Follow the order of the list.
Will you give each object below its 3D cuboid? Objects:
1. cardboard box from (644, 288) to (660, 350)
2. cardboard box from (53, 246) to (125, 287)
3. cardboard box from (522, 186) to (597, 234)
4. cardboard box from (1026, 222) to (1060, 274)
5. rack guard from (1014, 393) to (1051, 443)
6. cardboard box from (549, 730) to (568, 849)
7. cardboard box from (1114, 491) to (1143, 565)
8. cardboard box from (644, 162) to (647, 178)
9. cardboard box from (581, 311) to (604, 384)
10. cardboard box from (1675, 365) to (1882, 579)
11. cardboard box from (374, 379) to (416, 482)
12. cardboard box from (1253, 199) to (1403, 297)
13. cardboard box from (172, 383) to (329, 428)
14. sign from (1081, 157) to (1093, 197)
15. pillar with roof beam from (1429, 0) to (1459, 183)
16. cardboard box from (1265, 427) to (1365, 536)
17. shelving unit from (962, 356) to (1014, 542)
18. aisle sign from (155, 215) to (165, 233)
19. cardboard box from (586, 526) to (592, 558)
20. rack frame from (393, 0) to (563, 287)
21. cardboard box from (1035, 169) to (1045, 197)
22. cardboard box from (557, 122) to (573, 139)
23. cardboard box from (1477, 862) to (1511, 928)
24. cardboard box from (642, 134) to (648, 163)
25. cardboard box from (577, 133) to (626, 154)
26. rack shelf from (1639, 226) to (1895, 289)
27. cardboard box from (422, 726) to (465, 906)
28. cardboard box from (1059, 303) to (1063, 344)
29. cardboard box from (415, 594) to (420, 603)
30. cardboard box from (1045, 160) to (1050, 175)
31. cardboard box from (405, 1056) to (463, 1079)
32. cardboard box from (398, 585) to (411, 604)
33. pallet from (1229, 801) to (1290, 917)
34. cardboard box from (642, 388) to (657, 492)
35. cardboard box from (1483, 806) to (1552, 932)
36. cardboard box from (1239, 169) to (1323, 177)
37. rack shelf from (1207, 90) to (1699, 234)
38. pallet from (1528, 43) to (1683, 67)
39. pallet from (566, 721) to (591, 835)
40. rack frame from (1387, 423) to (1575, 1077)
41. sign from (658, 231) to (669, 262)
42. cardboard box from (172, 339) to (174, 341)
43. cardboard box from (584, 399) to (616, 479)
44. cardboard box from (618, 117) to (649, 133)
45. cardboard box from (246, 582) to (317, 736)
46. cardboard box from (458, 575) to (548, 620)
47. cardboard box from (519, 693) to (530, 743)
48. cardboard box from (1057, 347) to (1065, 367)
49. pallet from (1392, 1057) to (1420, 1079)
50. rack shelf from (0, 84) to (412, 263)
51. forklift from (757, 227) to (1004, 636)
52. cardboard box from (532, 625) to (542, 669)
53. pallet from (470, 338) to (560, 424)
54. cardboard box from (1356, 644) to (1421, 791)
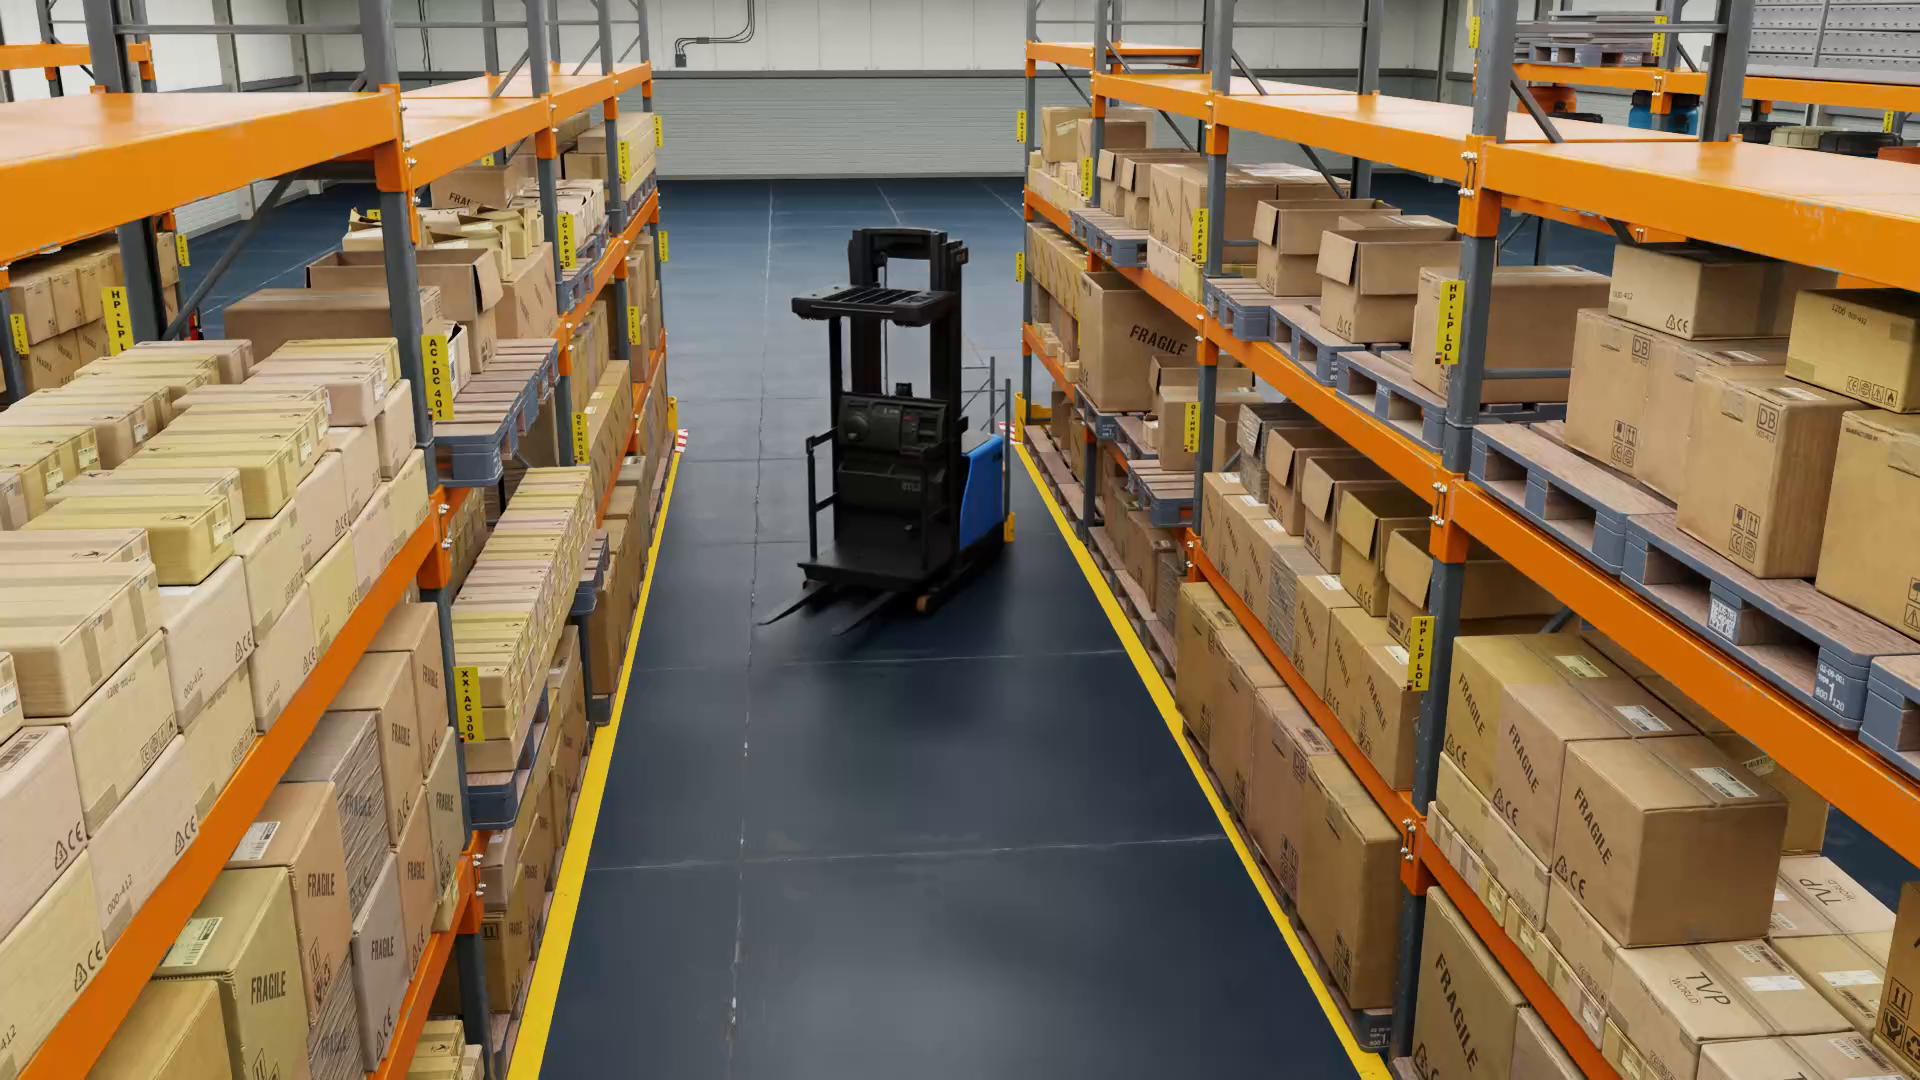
[{"bbox_3d":[-3.577,-2.285,17.199,0.875,0.550,0.550,-2,18,-6],"label":"cardboard box"},{"bbox_3d":[-8.182,-2.525,15.878,0.700,0.500,0.500,-2,18,-6],"label":"cardboard box"},{"bbox_3d":[-2.926,-2.416,12.137,0.500,0.311,0.500,-2,18,-8],"label":"cardboard box"},{"bbox_3d":[0.991,-3.104,17.723,0.500,0.500,0.500,-2,18,-6],"label":"cardboard box"},{"bbox_3d":[1.213,-1.394,18.783,1.175,0.500,0.348,-2,18,-6],"label":"rack guard"},{"bbox_3d":[-2.465,1.389,9.216,0.500,0.500,0.500,-3,18,-8],"label":"cardboard box"},{"bbox_3d":[1.690,-0.109,13.954,0.700,0.500,0.500,-2,18,-6],"label":"cardboard box"},{"bbox_3d":[-3.237,-3.578,16.111,0.380,0.149,0.250,-2,18,-5],"label":"cardboard box"},{"bbox_3d":[-3.214,-1.518,13.169,0.700,0.500,0.500,-2,18,-7],"label":"cardboard box"},{"bbox_3d":[2.547,-0.209,4.793,0.700,0.500,0.500,-1,17,-3],"label":"cardboard box"},{"bbox_3d":[-2.200,-0.379,5.786,0.500,0.250,0.500,-3,18,-8],"label":"cardboard box"},{"bbox_3d":[2.165,-1.727,9.789,0.797,0.503,0.637,-1,17,-2],"label":"cardboard box"},{"bbox_3d":[-2.183,-0.383,5.131,0.380,0.149,0.250,-1,17,-4],"label":"cardboard box"},{"bbox_3d":[1.079,-3.076,14.097,0.100,0.325,0.005,-2,18,-6],"label":"sign"},{"bbox_3d":[9.542,-14.554,46.512,9.100,9.000,0.400,-2,18,-6],"label":"pillar with roof beam"},{"bbox_3d":[2.154,-0.340,9.409,0.797,0.503,0.637,-1,17,-4],"label":"cardboard box"},{"bbox_3d":[0.141,-0.854,15.393,0.587,1.500,1.083,-2,18,-6],"label":"shelving unit"},{"bbox_3d":[-8.370,-3.571,17.204,0.394,0.787,0.004,-2,18,-6],"label":"aisle sign"},{"bbox_3d":[-2.382,0.024,9.813,0.380,0.149,0.250,-2,18,-6],"label":"cardboard box"},{"bbox_3d":[-2.913,-2.965,9.598,1.000,3.000,0.127,-2,18,-6],"label":"rack frame"},{"bbox_3d":[1.057,-3.664,17.082,0.500,0.250,0.500,-2,18,-7],"label":"cardboard box"},{"bbox_3d":[-3.864,-3.862,15.682,0.380,0.149,0.250,-2,17,-5],"label":"cardboard box"},{"bbox_3d":[2.198,1.341,6.318,0.380,0.149,0.250,-1,17,-4],"label":"cardboard box"},{"bbox_3d":[-3.309,-3.800,16.151,0.500,0.250,0.500,-2,18,-6],"label":"cardboard box"},{"bbox_3d":[-3.025,-3.353,14.062,0.380,0.149,0.250,-2,18,-5],"label":"cardboard box"},{"bbox_3d":[6.751,-2.063,12.933,1.077,0.370,4.000,-2,18,-6],"label":"rack shelf"},{"bbox_3d":[-2.170,1.035,6.210,0.500,0.500,0.500,-2,18,-6],"label":"cardboard box"},{"bbox_3d":[1.454,-2.189,16.480,0.875,0.500,0.500,-2,18,-6],"label":"cardboard box"},{"bbox_3d":[-2.878,0.361,8.240,0.380,0.149,0.250,-2,18,-5],"label":"cardboard box"},{"bbox_3d":[1.061,-3.762,16.731,0.380,0.149,0.250,-2,18,-6],"label":"cardboard box"},{"bbox_3d":[-2.139,2.138,6.425,0.380,0.149,0.250,-2,17,-5],"label":"cardboard box"},{"bbox_3d":[-2.839,0.302,7.931,0.380,0.149,0.250,-2,18,-7],"label":"cardboard box"},{"bbox_3d":[2.159,1.704,9.396,1.003,0.211,1.213,-2,18,-6],"label":"pallet"},{"bbox_3d":[-3.418,-0.939,16.007,0.875,0.875,0.875,-2,18,-5],"label":"cardboard box"},{"bbox_3d":[2.277,1.192,6.127,0.500,0.250,0.500,-2,18,-6],"label":"cardboard box"},{"bbox_3d":[2.189,-2.242,11.303,0.500,0.500,0.500,-2,18,-5],"label":"cardboard box"},{"bbox_3d":[2.237,-1.958,8.260,1.077,0.370,4.000,-2,18,-6],"label":"rack shelf"},{"bbox_3d":[6.303,-4.761,16.302,1.003,0.211,1.213,-2,18,-6],"label":"pallet"},{"bbox_3d":[-2.834,1.461,10.173,1.003,0.211,1.213,-2,18,-6],"label":"pallet"},{"bbox_3d":[2.443,0.966,7.093,1.000,3.000,0.127,-2,18,-6],"label":"rack frame"},{"bbox_3d":[-3.197,-3.164,17.920,0.100,0.325,0.005,-2,18,-6],"label":"sign"},{"bbox_3d":[-8.264,-2.007,16.980,0.380,0.149,0.250,-2,18,-6],"label":"cardboard box"},{"bbox_3d":[-2.847,-0.743,12.368,0.500,0.500,0.500,-2,18,-6],"label":"cardboard box"},{"bbox_3d":[-3.287,-4.108,16.467,0.380,0.149,0.250,-1,17,-5],"label":"cardboard box"},{"bbox_3d":[-2.039,0.315,4.408,0.500,0.250,0.500,-2,18,-6],"label":"cardboard box"},{"bbox_3d":[-2.193,0.283,7.993,0.380,0.149,0.250,-2,18,-6],"label":"cardboard box"},{"bbox_3d":[-2.118,0.794,7.357,0.380,0.149,0.250,-2,17,-5],"label":"cardboard box"},{"bbox_3d":[1.163,-1.800,16.322,0.380,0.149,0.250,-2,18,-6],"label":"cardboard box"},{"bbox_3d":[2.444,2.525,6.781,1.003,0.211,1.213,-2,18,-6],"label":"pallet"},{"bbox_3d":[-2.295,-0.833,4.012,1.077,0.370,4.000,-2,18,-6],"label":"rack shelf"},{"bbox_3d":[-0.636,-0.943,13.288,1.130,2.935,3.031,7,19,21],"label":"forklift"},{"bbox_3d":[-2.167,0.503,7.787,0.380,0.149,0.250,-3,18,-8],"label":"cardboard box"},{"bbox_3d":[-2.569,-0.749,7.860,1.213,0.211,1.003,-2,18,-6],"label":"pallet"},{"bbox_3d":[2.123,0.787,7.495,0.500,0.500,0.500,-2,18,-5],"label":"cardboard box"}]
